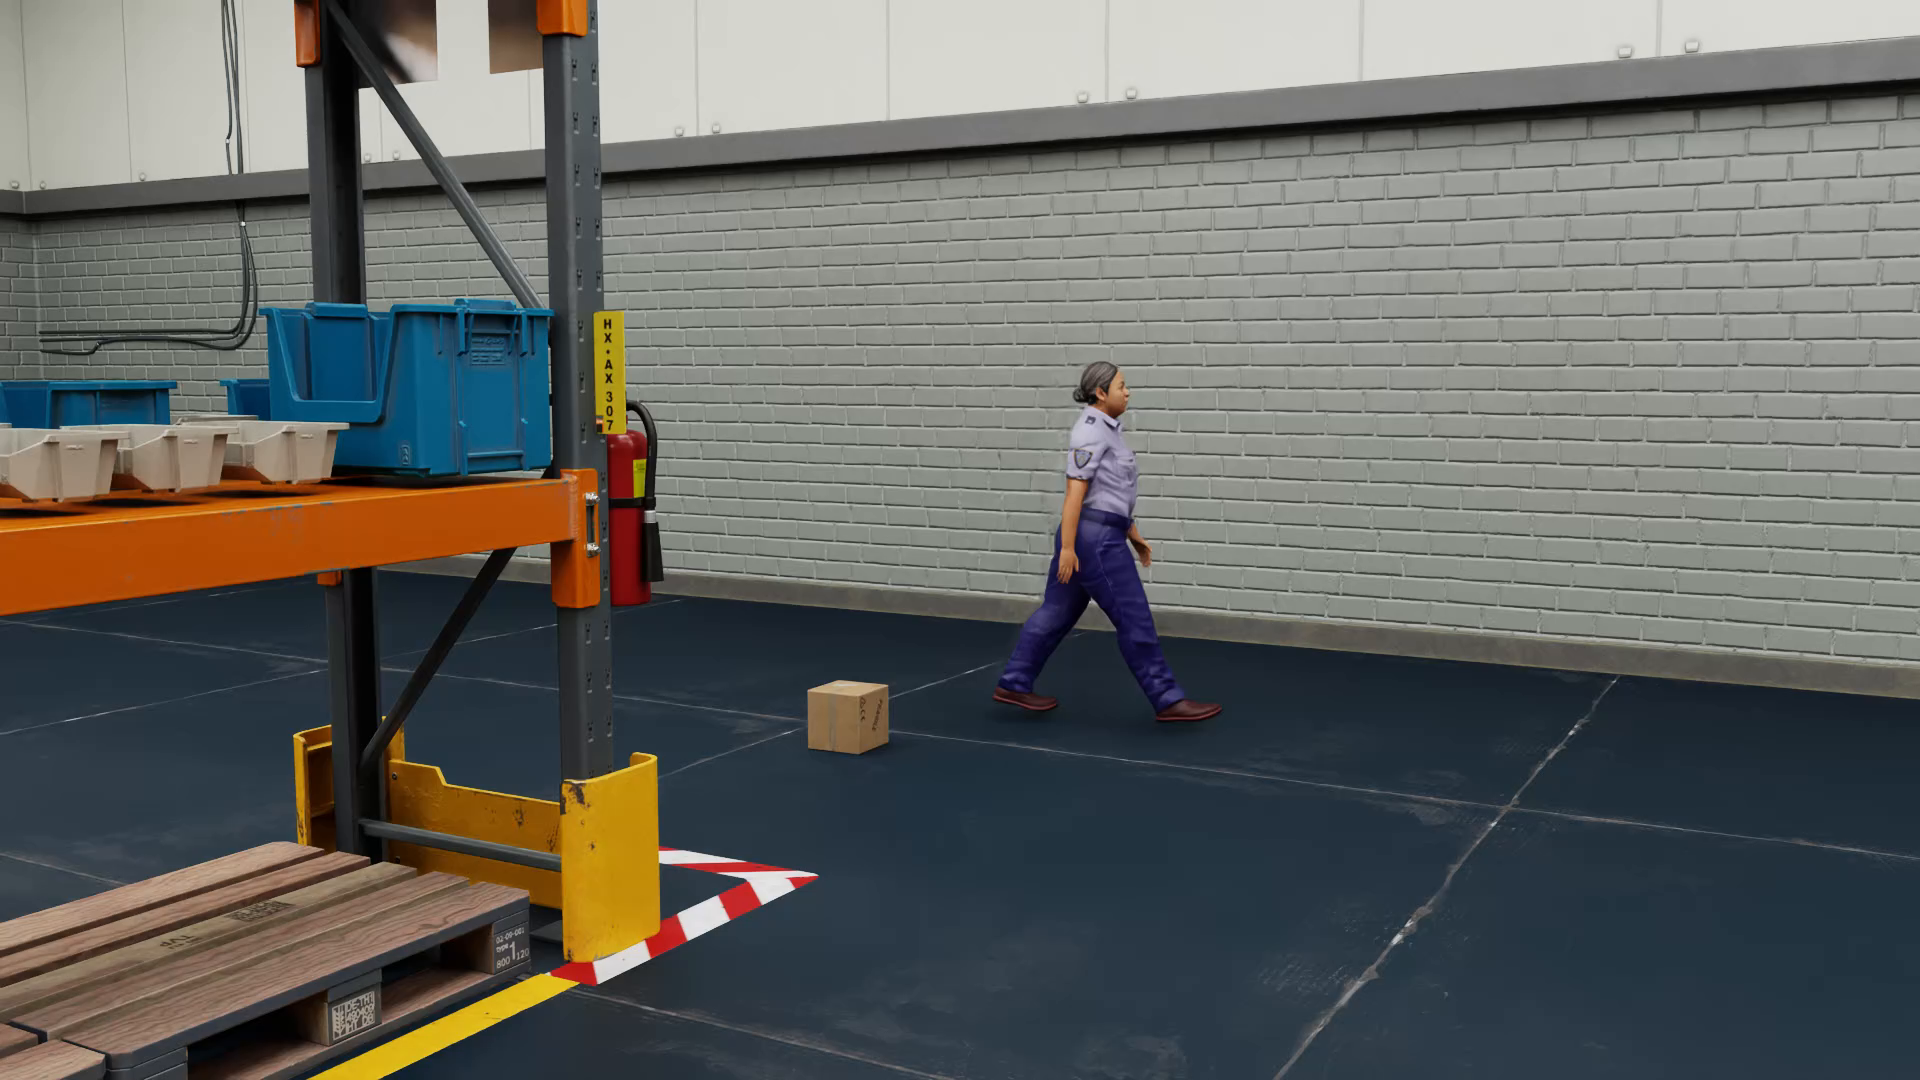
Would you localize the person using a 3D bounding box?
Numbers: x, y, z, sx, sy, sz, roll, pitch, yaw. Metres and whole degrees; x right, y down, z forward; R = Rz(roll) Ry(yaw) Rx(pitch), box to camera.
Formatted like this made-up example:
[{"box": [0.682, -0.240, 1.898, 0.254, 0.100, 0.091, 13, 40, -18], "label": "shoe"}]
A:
[{"box": [0.652, 0.003, 7.381, 1.020, 1.587, 0.521, 1, 6, 5], "label": "person"}]
